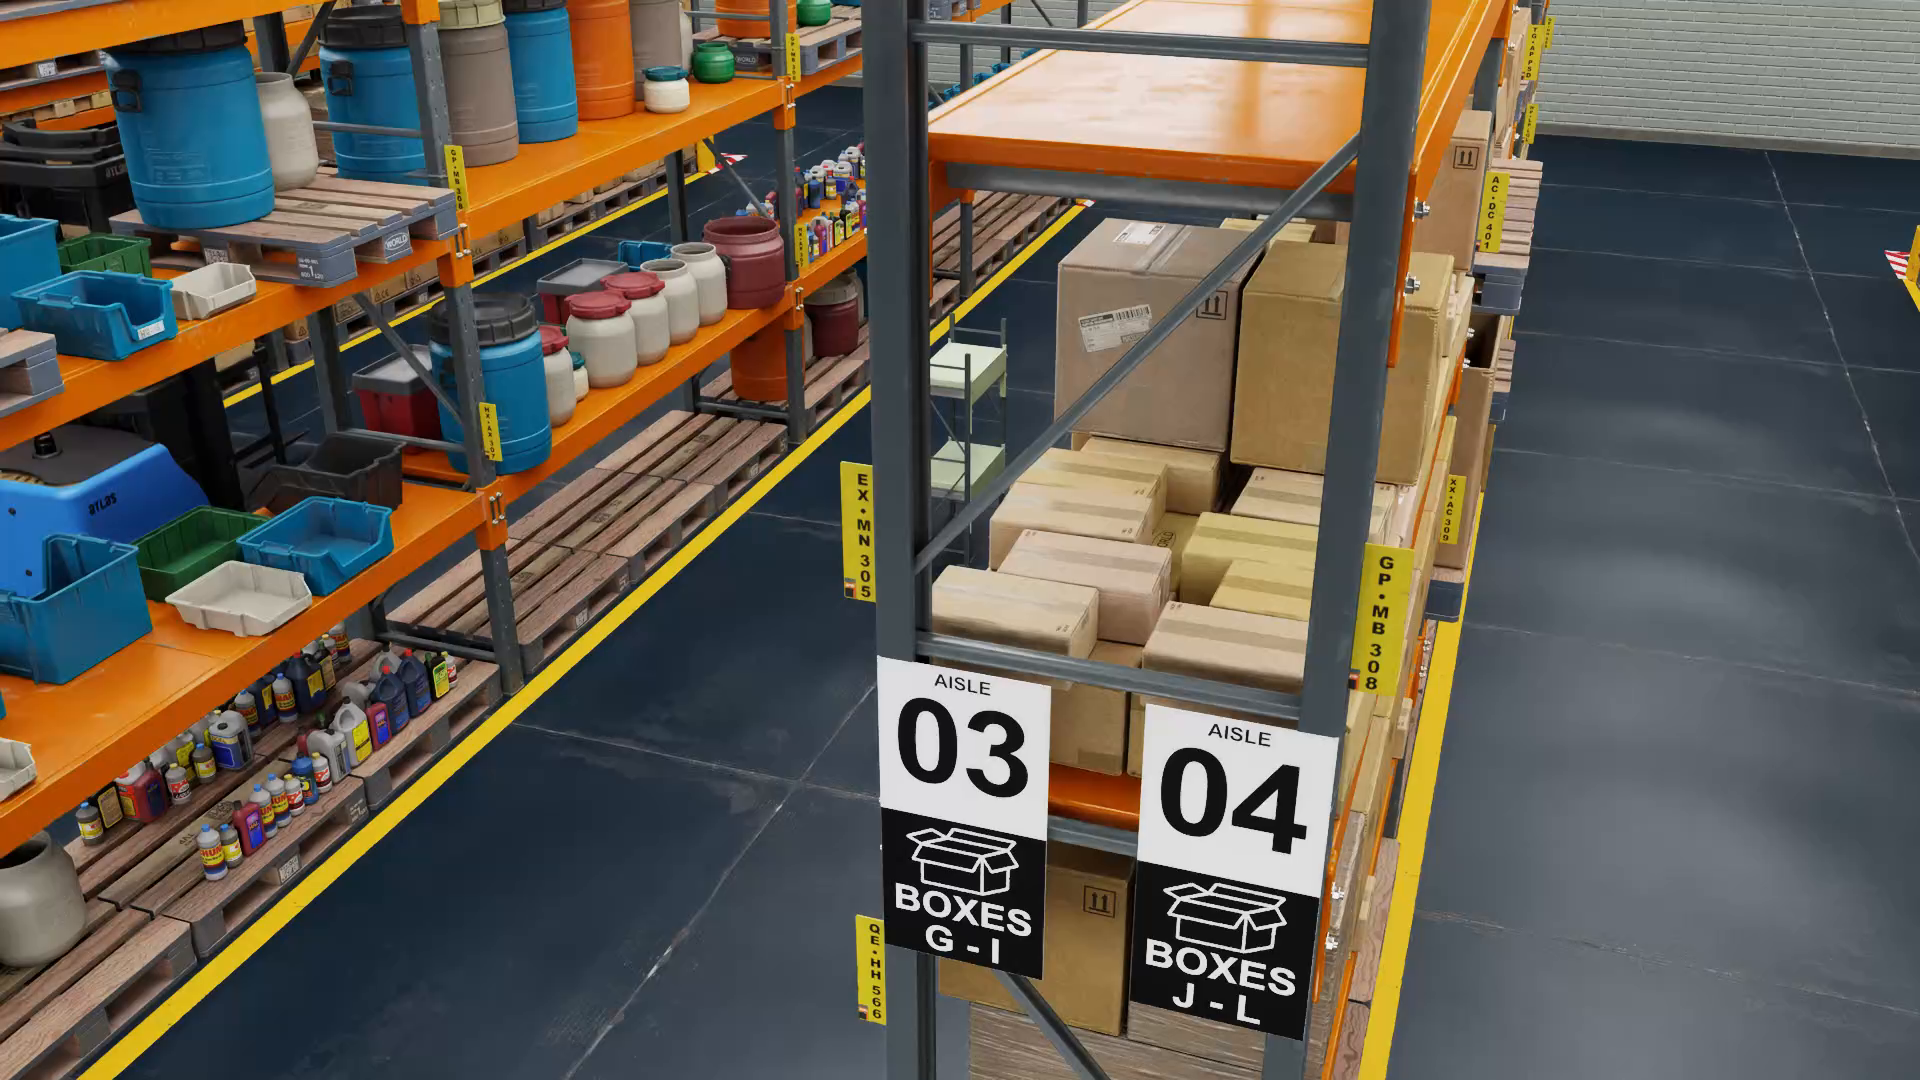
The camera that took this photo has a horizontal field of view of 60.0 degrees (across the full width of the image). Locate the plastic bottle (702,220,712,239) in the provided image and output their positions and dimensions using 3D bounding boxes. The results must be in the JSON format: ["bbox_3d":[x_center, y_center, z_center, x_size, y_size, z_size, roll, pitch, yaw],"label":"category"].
[{"bbox_3d":[-1.967,-2.358,13.035,0.061,0.283,0.133,9,27,17],"label":"plastic bottle"}]

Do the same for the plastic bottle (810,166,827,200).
[{"bbox_3d":[-1.267,-3.159,14.699,0.152,0.276,0.135,9,27,17],"label":"plastic bottle"}]

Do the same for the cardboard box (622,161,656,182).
[{"bbox_3d":[-4.000,-4.505,19.986,0.500,0.250,0.500,9,27,17],"label":"cardboard box"}]

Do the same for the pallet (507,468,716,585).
[{"bbox_3d":[-2.401,-0.115,11.468,1.003,0.211,1.213,9,27,17],"label":"pallet"}]

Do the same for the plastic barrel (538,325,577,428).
[{"bbox_3d":[-2.505,-0.961,9.860,0.433,0.535,0.433,0,26,0],"label":"plastic barrel"}]

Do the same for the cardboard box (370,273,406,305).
[{"bbox_3d":[-5.608,-2.542,15.645,0.500,0.500,0.500,8,27,17],"label":"cardboard box"}]

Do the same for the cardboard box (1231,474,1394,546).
[{"bbox_3d":[0.922,-0.034,4.374,0.380,0.149,0.250,10,28,20],"label":"cardboard box"}]

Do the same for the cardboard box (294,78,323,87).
[{"bbox_3d":[-8.665,-6.041,22.150,0.380,0.149,0.250,9,27,18],"label":"cardboard box"}]

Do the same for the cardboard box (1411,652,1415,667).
[{"bbox_3d":[1.846,0.424,7.444,0.380,0.149,0.250,9,27,17],"label":"cardboard box"}]

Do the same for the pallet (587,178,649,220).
[{"bbox_3d":[-4.404,-4.076,19.650,1.003,0.211,1.213,9,27,17],"label":"pallet"}]

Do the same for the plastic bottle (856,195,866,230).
[{"bbox_3d":[-0.823,-2.729,13.801,0.061,0.283,0.133,9,27,17],"label":"plastic bottle"}]

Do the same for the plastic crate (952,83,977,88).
[{"bbox_3d":[0.132,-4.827,18.123,0.416,0.233,0.300,9,27,17],"label":"plastic crate"}]

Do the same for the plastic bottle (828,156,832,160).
[{"bbox_3d":[-1.188,-3.320,15.022,0.061,0.283,0.133,9,27,17],"label":"plastic bottle"}]

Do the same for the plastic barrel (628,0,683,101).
[{"bbox_3d":[-2.177,-3.452,11.144,0.600,0.901,0.600,0,26,0],"label":"plastic barrel"}]

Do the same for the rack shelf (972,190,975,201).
[{"bbox_3d":[0.297,-4.324,17.788,1.077,0.370,4.000,9,27,17],"label":"rack shelf"}]

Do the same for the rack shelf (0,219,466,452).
[{"bbox_3d":[-3.696,-0.743,6.949,1.077,0.370,4.000,9,27,17],"label":"rack shelf"}]

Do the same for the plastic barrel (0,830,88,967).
[{"bbox_3d":[-4.048,1.549,7.206,0.421,0.512,0.421,0,26,0],"label":"plastic barrel"}]

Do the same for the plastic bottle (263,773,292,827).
[{"bbox_3d":[-3.317,1.254,8.068,0.097,0.271,0.097,0,26,0],"label":"plastic bottle"}]

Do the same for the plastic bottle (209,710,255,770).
[{"bbox_3d":[-3.747,1.024,8.536,0.152,0.276,0.135,9,27,17],"label":"plastic bottle"}]

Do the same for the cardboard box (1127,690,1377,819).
[{"bbox_3d":[0.713,0.381,3.975,0.500,0.250,0.500,10,27,19],"label":"cardboard box"}]

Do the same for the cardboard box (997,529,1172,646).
[{"bbox_3d":[0.305,0.112,4.072,0.380,0.149,0.250,8,27,16],"label":"cardboard box"}]

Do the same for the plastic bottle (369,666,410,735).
[{"bbox_3d":[-3.037,0.841,8.829,0.144,0.351,0.185,7,27,15],"label":"plastic bottle"}]

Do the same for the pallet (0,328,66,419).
[{"bbox_3d":[-3.994,-0.485,5.809,1.003,0.211,1.213,9,27,17],"label":"pallet"}]

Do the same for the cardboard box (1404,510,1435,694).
[{"bbox_3d":[1.418,0.187,6.042,0.500,0.500,0.500,9,27,17],"label":"cardboard box"}]

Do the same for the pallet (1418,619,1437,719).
[{"bbox_3d":[2.302,0.612,9.968,1.003,0.211,1.213,9,27,17],"label":"pallet"}]

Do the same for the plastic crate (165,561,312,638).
[{"bbox_3d":[-3.332,0.284,7.747,0.530,0.136,0.437,9,27,17],"label":"plastic crate"}]

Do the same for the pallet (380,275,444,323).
[{"bbox_3d":[-5.677,-2.448,16.287,1.003,0.211,1.213,9,27,17],"label":"pallet"}]

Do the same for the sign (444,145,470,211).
[{"bbox_3d":[-2.515,-1.808,8.314,0.100,0.325,0.005,9,27,17],"label":"sign"}]

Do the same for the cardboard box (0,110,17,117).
[{"bbox_3d":[-10.124,-4.602,17.057,0.500,0.500,0.500,10,27,19],"label":"cardboard box"}]

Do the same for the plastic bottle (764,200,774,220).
[{"bbox_3d":[-1.608,-2.741,13.920,0.097,0.201,0.097,0,26,0],"label":"plastic bottle"}]

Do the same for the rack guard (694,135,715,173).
[{"bbox_3d":[-3.732,-5.033,21.296,1.175,0.500,0.348,9,27,17],"label":"rack guard"}]

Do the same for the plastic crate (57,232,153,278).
[{"bbox_3d":[-3.812,-1.184,7.278,0.336,0.188,0.450,9,27,17],"label":"plastic crate"}]

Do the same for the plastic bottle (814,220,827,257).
[{"bbox_3d":[-1.098,-2.389,13.100,0.061,0.283,0.133,9,27,17],"label":"plastic bottle"}]

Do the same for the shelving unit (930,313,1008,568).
[{"bbox_3d":[-0.002,-0.672,11.141,0.431,1.500,0.755,9,27,17],"label":"shelving unit"}]

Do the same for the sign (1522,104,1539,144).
[{"bbox_3d":[4.817,-3.519,14.061,0.100,0.325,0.005,9,27,17],"label":"sign"}]

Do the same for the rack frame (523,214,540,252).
[{"bbox_3d":[-5.038,-4.546,17.420,1.000,3.000,0.127,9,27,17],"label":"rack frame"}]

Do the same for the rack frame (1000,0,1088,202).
[{"bbox_3d":[0.963,-5.470,19.329,1.000,3.000,0.127,9,27,17],"label":"rack frame"}]

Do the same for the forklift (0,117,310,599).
[{"bbox_3d":[-5.162,-1.307,10.810,1.130,2.935,3.031,8,27,16],"label":"forklift"}]

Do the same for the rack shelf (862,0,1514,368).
[{"bbox_3d":[0.975,-1.373,4.813,1.077,0.370,4.000,9,27,17],"label":"rack shelf"}]

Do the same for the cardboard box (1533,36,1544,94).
[{"bbox_3d":[5.719,-4.917,17.157,0.500,0.500,0.500,9,27,18],"label":"cardboard box"}]

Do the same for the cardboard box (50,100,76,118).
[{"bbox_3d":[-9.779,-4.654,17.910,0.380,0.149,0.250,9,27,17],"label":"cardboard box"}]

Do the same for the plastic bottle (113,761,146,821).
[{"bbox_3d":[-4.054,1.215,8.142,0.152,0.276,0.135,9,27,18],"label":"plastic bottle"}]

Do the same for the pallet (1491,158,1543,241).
[{"bbox_3d":[2.288,-1.751,8.421,1.213,0.211,1.003,9,27,17],"label":"pallet"}]

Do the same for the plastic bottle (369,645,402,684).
[{"bbox_3d":[-3.109,0.741,9.035,0.144,0.351,0.185,9,27,17],"label":"plastic bottle"}]

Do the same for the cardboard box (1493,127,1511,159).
[{"bbox_3d":[2.722,-2.104,9.107,0.500,0.250,0.500,10,27,19],"label":"cardboard box"}]

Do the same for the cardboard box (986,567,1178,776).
[{"bbox_3d":[0.230,0.306,4.129,0.500,0.250,0.500,9,27,19],"label":"cardboard box"}]

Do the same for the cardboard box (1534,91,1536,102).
[{"bbox_3d":[5.723,-4.580,17.322,0.500,0.250,0.500,8,27,17],"label":"cardboard box"}]

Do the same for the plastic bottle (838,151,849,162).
[{"bbox_3d":[-1.068,-3.439,15.282,0.097,0.271,0.097,0,26,0],"label":"plastic bottle"}]

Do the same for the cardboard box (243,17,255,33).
[{"bbox_3d":[-6.256,-4.481,13.730,0.910,0.500,0.500,9,27,17],"label":"cardboard box"}]

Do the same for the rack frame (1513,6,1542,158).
[{"bbox_3d":[4.302,-3.108,14.450,1.000,3.000,0.127,9,27,17],"label":"rack frame"}]

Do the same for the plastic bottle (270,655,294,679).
[{"bbox_3d":[-3.690,0.727,9.064,0.144,0.351,0.185,10,27,19],"label":"plastic bottle"}]

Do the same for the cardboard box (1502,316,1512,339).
[{"bbox_3d":[3.525,-1.342,12.760,1.225,0.875,0.875,9,27,18],"label":"cardboard box"}]
